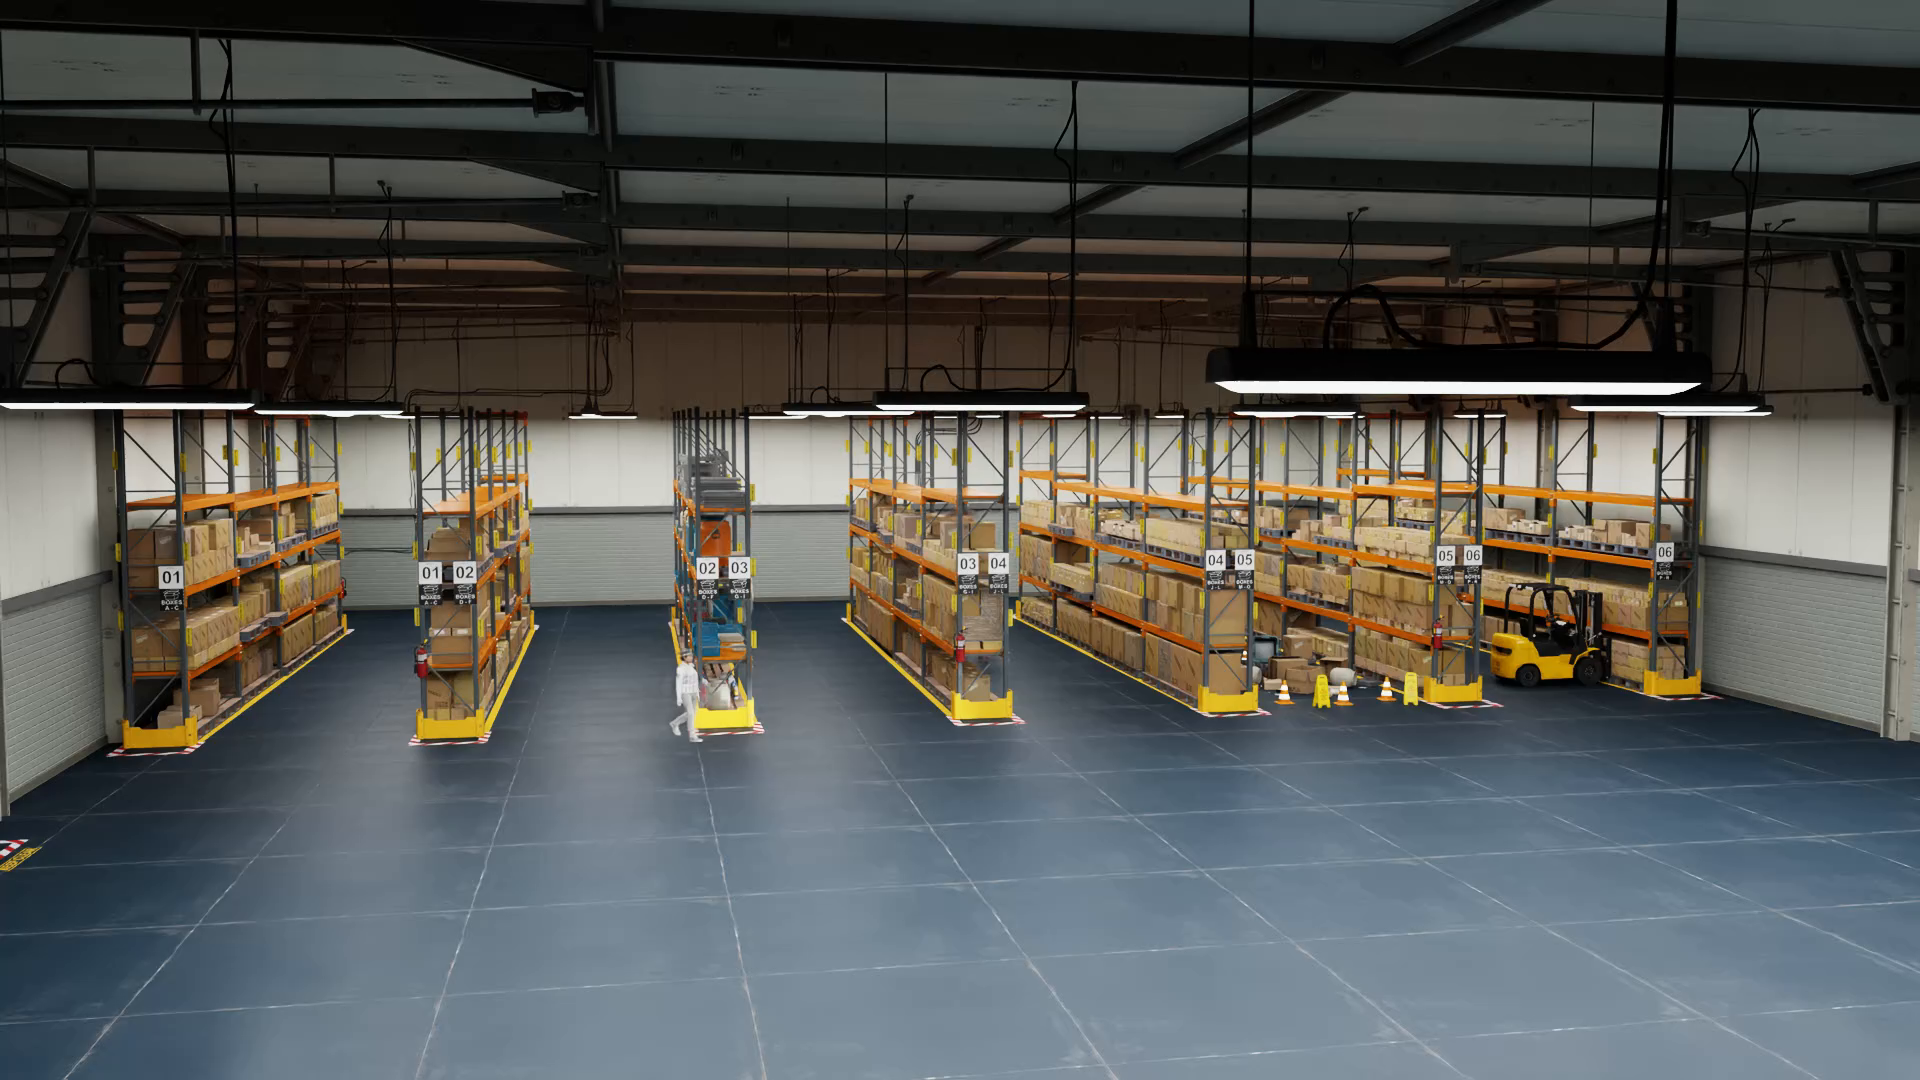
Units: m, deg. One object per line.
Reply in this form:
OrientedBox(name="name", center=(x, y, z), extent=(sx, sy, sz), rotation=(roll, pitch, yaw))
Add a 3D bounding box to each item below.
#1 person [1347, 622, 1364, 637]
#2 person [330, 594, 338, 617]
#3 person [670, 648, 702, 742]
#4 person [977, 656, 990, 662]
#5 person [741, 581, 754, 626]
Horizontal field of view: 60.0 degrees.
OrientedBox(name="person", center=(10.430, 1.762, 43.598), extent=(0.576, 1.805, 0.402), rotation=(-3, 5, -38))
OrientedBox(name="person", center=(-17.444, 1.627, 46.233), extent=(0.536, 1.591, 0.413), rotation=(-1, 4, -14))
OrientedBox(name="person", center=(-4.898, 2.759, 29.830), extent=(0.796, 1.656, 0.538), rotation=(2, 5, 28))
OrientedBox(name="person", center=(0.518, 2.092, 39.744), extent=(0.492, 1.708, 0.393), rotation=(2, 4, 21))
OrientedBox(name="person", center=(-6.035, 1.582, 46.564), extent=(0.510, 1.676, 0.480), rotation=(2, 4, 24))
